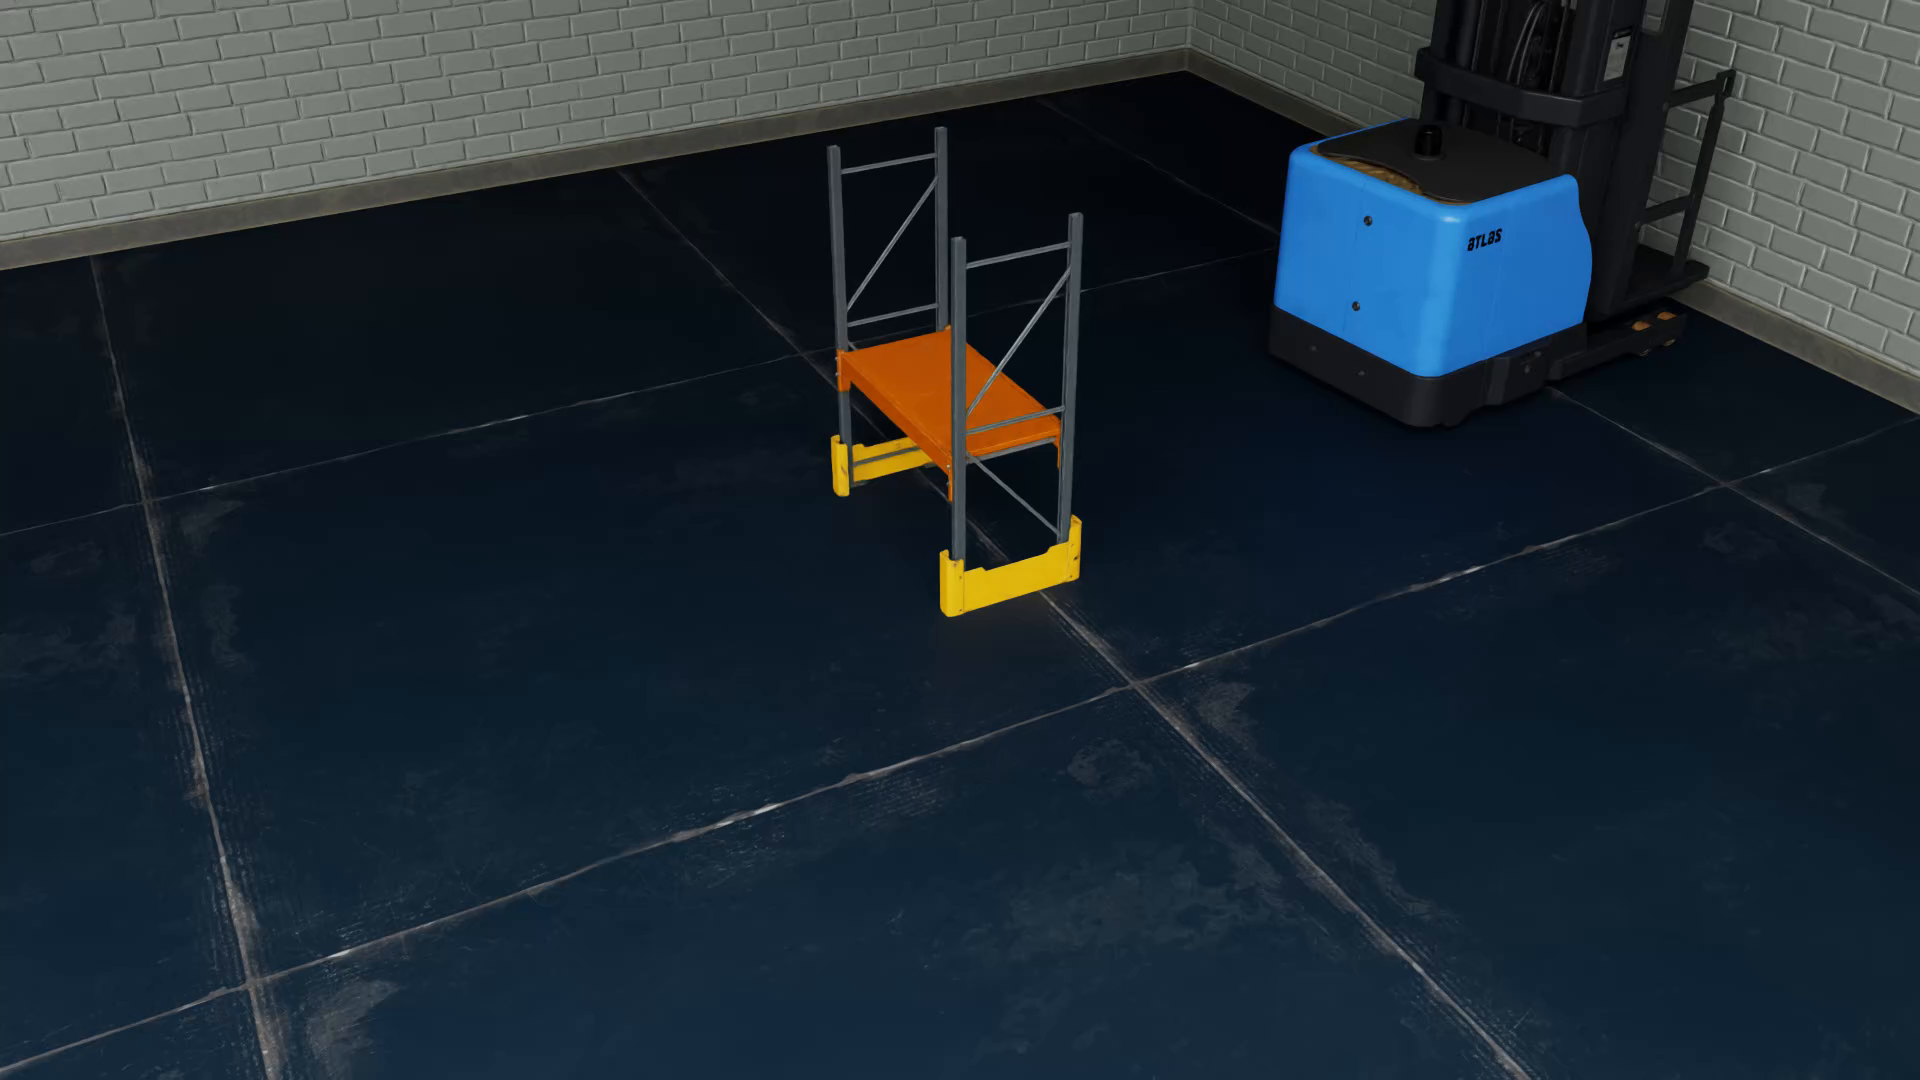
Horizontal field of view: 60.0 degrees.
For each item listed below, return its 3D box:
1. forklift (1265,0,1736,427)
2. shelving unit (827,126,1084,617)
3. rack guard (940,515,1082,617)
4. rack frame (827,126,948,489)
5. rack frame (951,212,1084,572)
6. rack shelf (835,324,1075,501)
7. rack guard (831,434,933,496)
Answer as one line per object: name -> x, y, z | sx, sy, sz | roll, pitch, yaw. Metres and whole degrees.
forklift -> 2.982, -2.351, 7.703 | 3.031, 2.935, 1.130 | -21, 38, -29
shelving unit -> -0.036, -0.668, 6.402 | 0.587, 1.500, 1.083 | -16, 36, -23
rack guard -> 0.197, 0.096, 6.368 | 0.587, 0.250, 0.087 | -16, 36, -23
rack frame -> -0.277, -0.915, 6.788 | 0.500, 1.500, 0.032 | -16, 36, -23
rack frame -> 0.197, -0.430, 6.030 | 0.500, 1.500, 0.032 | -16, 36, -23
rack shelf -> -0.040, -0.521, 6.506 | 0.538, 0.185, 1.000 | -16, 36, -23
rack guard -> -0.268, -0.379, 7.110 | 0.587, 0.250, 0.087 | -16, 36, -23
